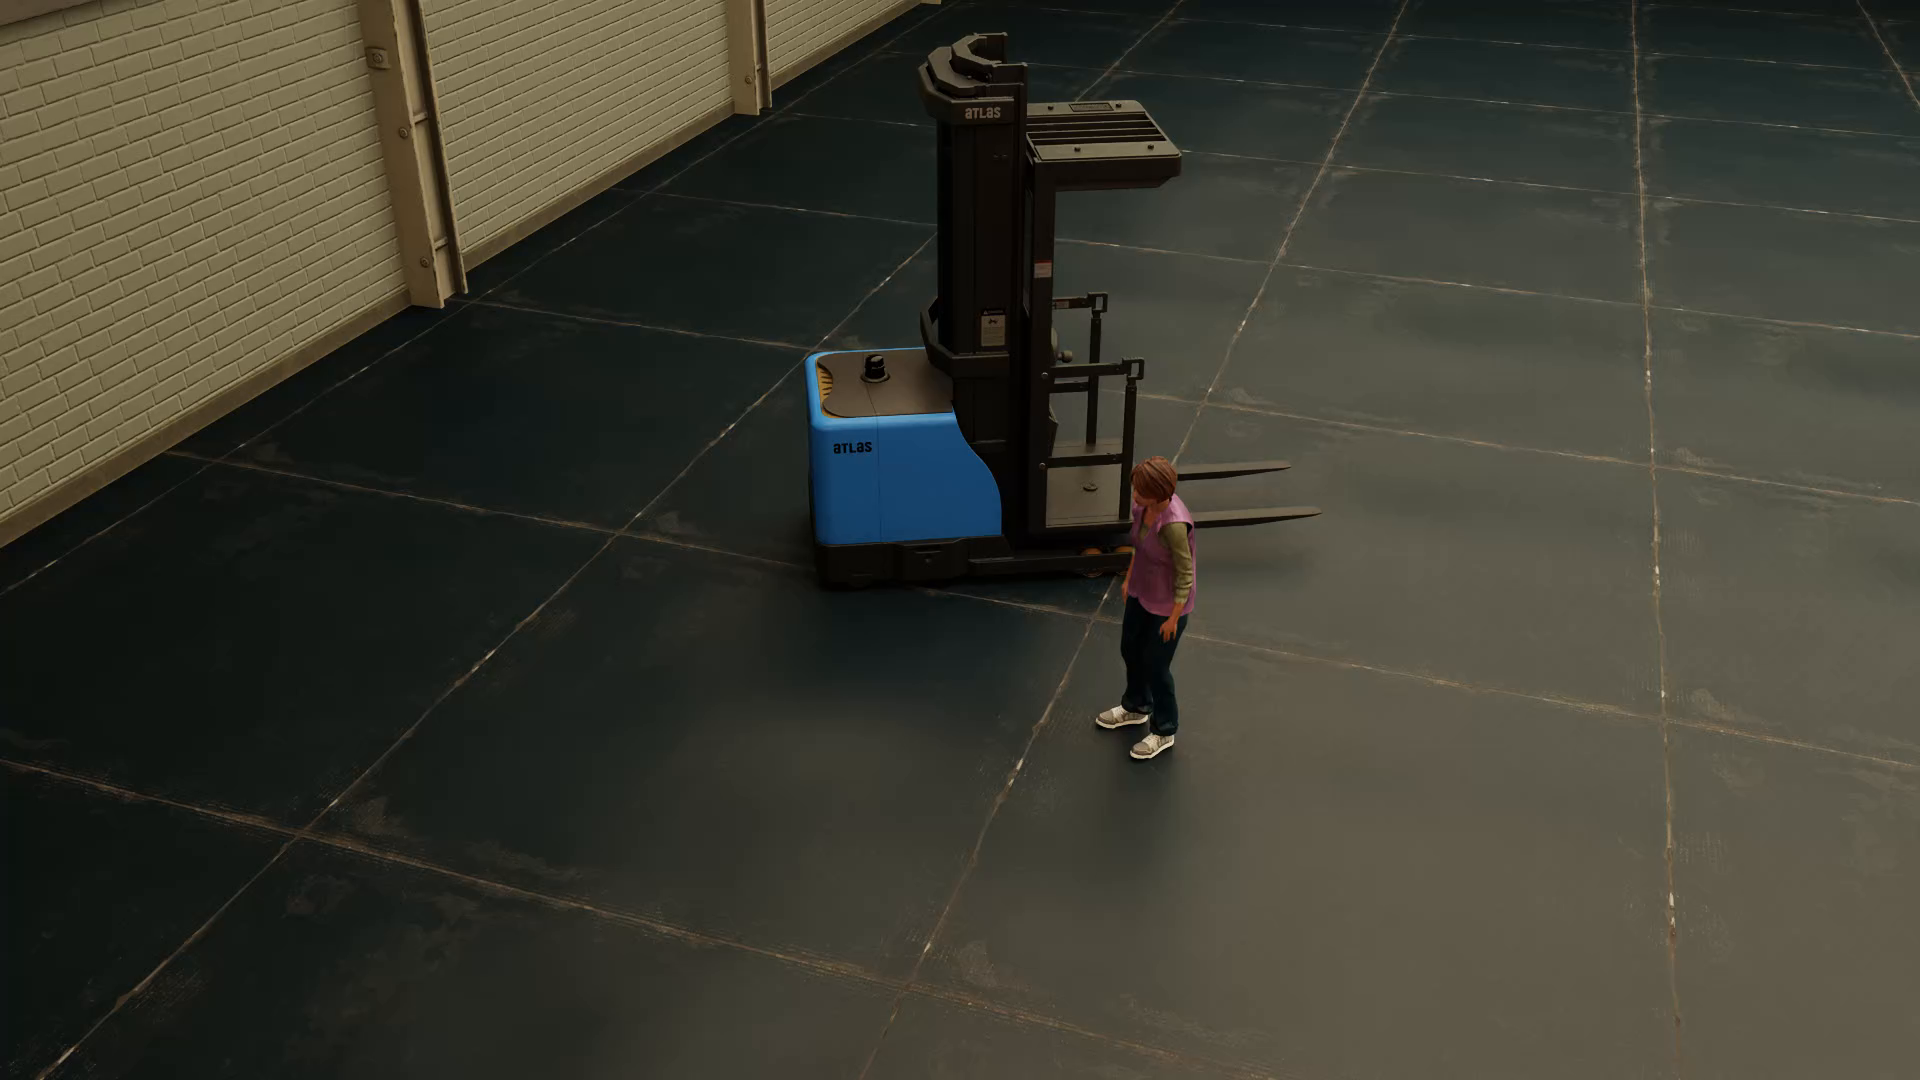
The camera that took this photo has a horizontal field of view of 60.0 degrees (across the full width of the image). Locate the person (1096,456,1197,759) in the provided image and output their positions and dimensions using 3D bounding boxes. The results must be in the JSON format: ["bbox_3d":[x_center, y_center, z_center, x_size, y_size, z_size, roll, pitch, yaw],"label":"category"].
[{"bbox_3d":[0.931,0.302,7.959,0.347,1.592,0.461,-13,32,-22],"label":"person"}]

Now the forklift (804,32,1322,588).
[{"bbox_3d":[0.622,-1.312,9.439,3.031,2.935,1.130,-4,30,-6],"label":"forklift"}]
